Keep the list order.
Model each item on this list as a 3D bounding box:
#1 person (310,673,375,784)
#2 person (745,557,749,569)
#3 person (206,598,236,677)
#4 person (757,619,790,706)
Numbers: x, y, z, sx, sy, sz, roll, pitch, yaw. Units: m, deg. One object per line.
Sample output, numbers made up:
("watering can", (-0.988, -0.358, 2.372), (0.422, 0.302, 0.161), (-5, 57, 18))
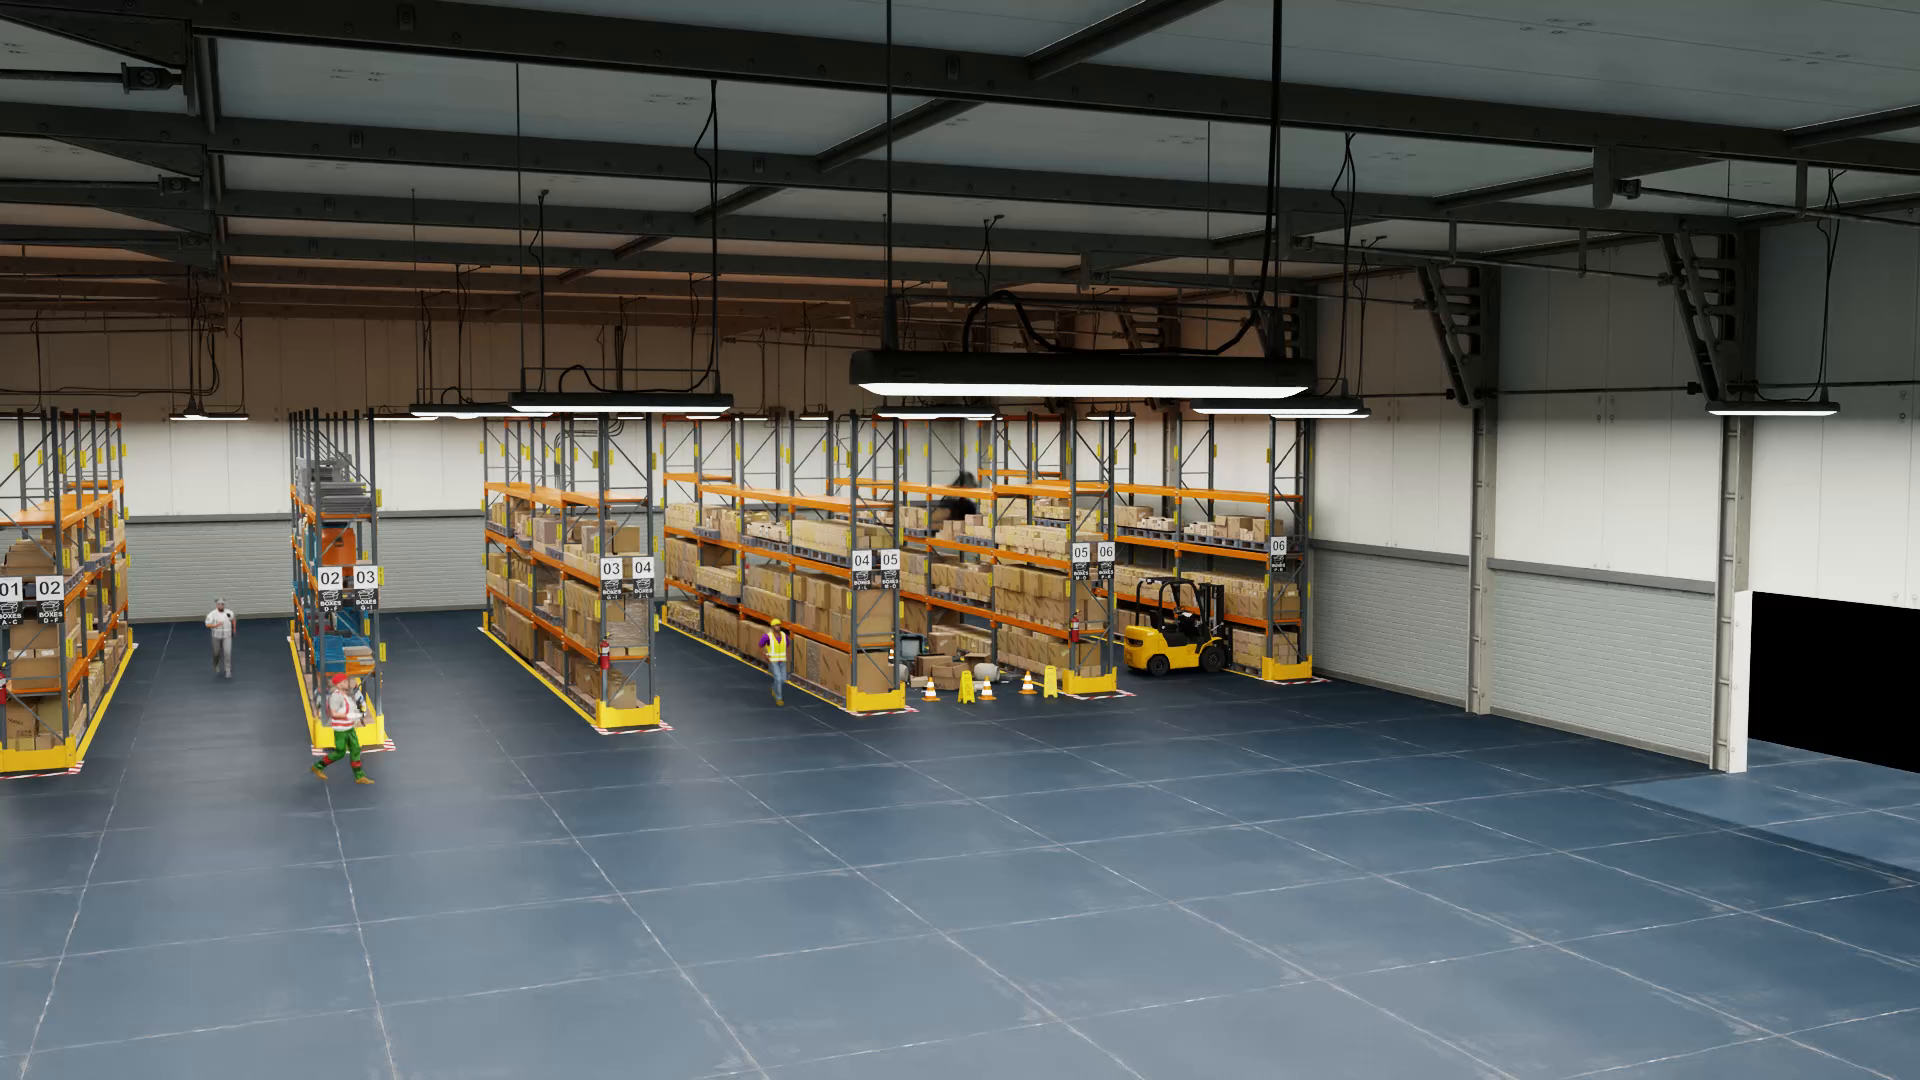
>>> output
("person", (-9.743, 2.982, 26.210), (0.977, 1.782, 0.658), (0, 4, -2))
("person", (-6.510, 1.384, 50.117), (0.777, 1.799, 0.624), (-1, 4, -19))
("person", (-16.708, 2.181, 37.602), (0.639, 1.767, 0.987), (-2, 5, -30))
("person", (-3.777, 2.476, 33.960), (0.708, 1.746, 0.714), (-3, 5, -33))
